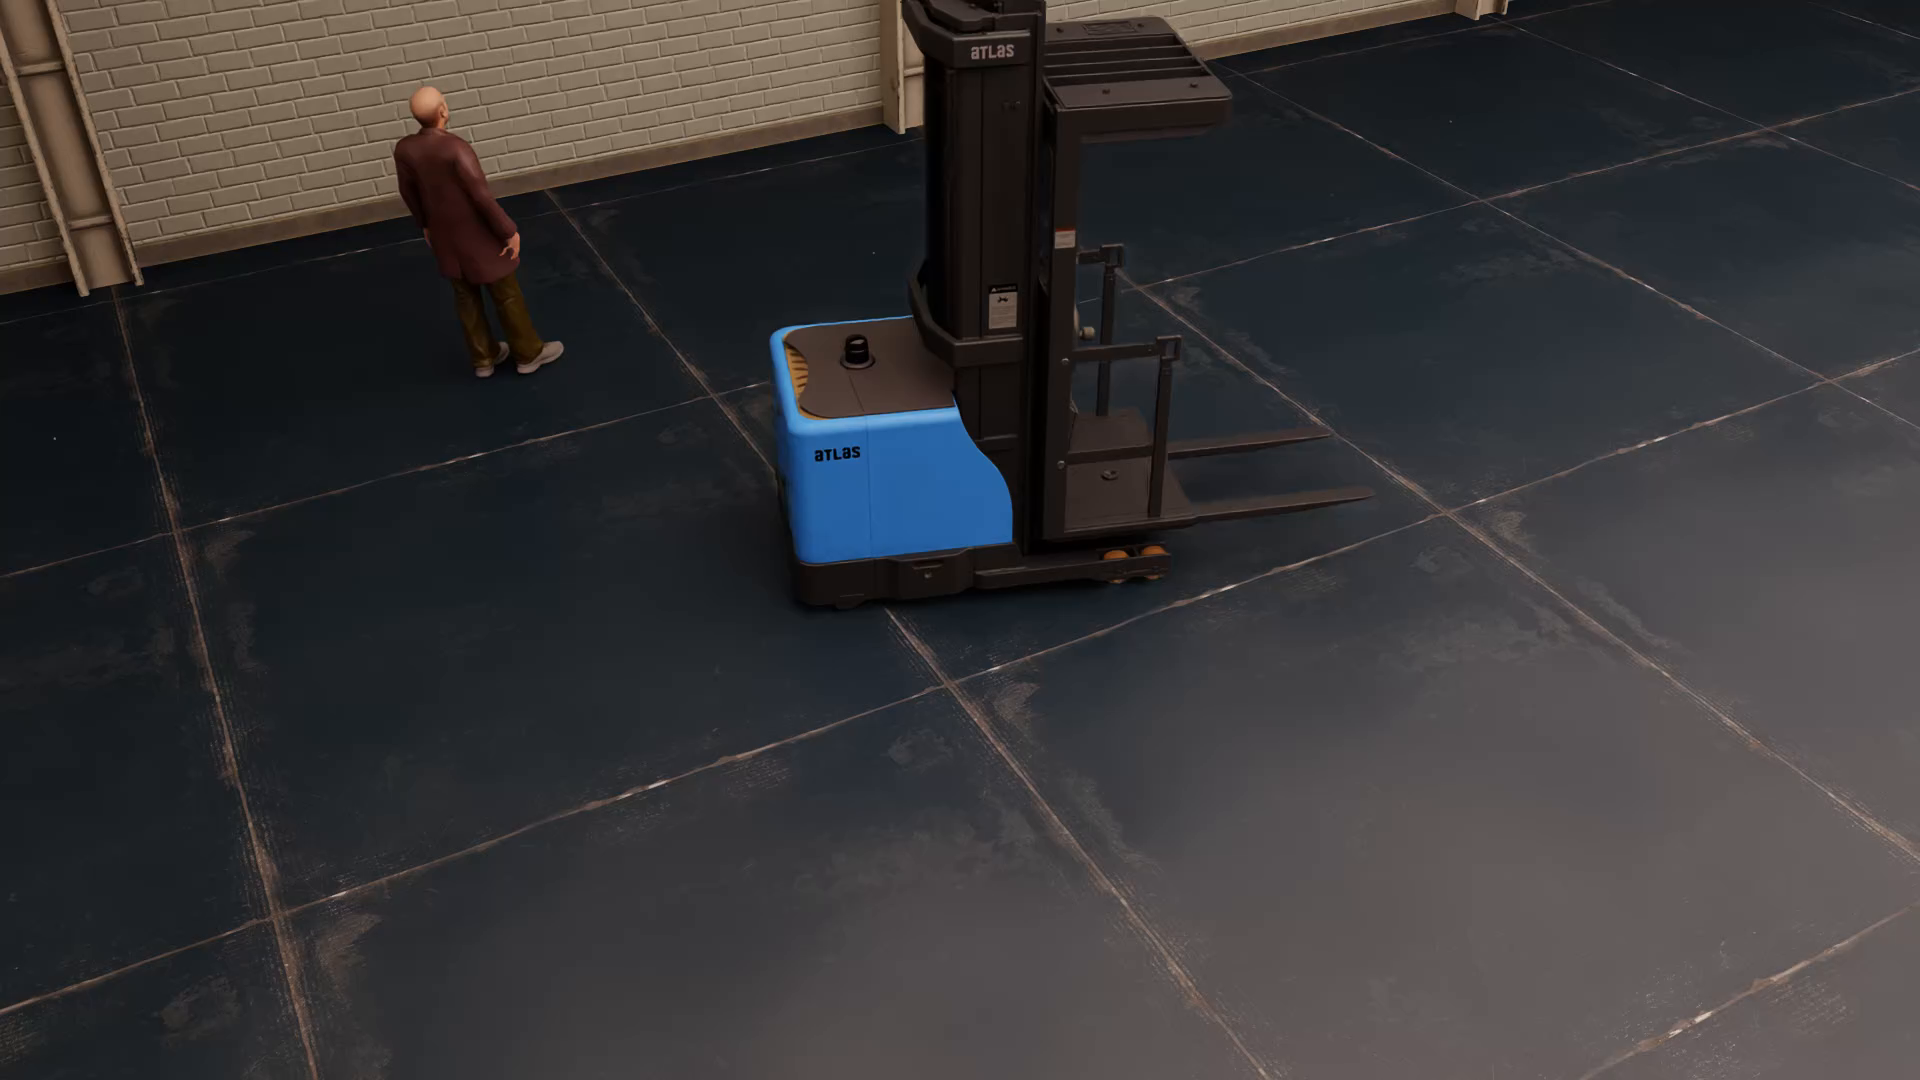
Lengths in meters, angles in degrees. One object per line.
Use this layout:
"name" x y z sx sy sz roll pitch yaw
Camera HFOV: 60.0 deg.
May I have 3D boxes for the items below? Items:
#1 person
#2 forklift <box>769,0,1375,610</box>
"person" -2.817 -1.809 9.672 0.705 1.779 0.582 13 37 18
"forklift" 0.602 -1.273 7.923 3.031 2.935 1.130 -6 36 -9
